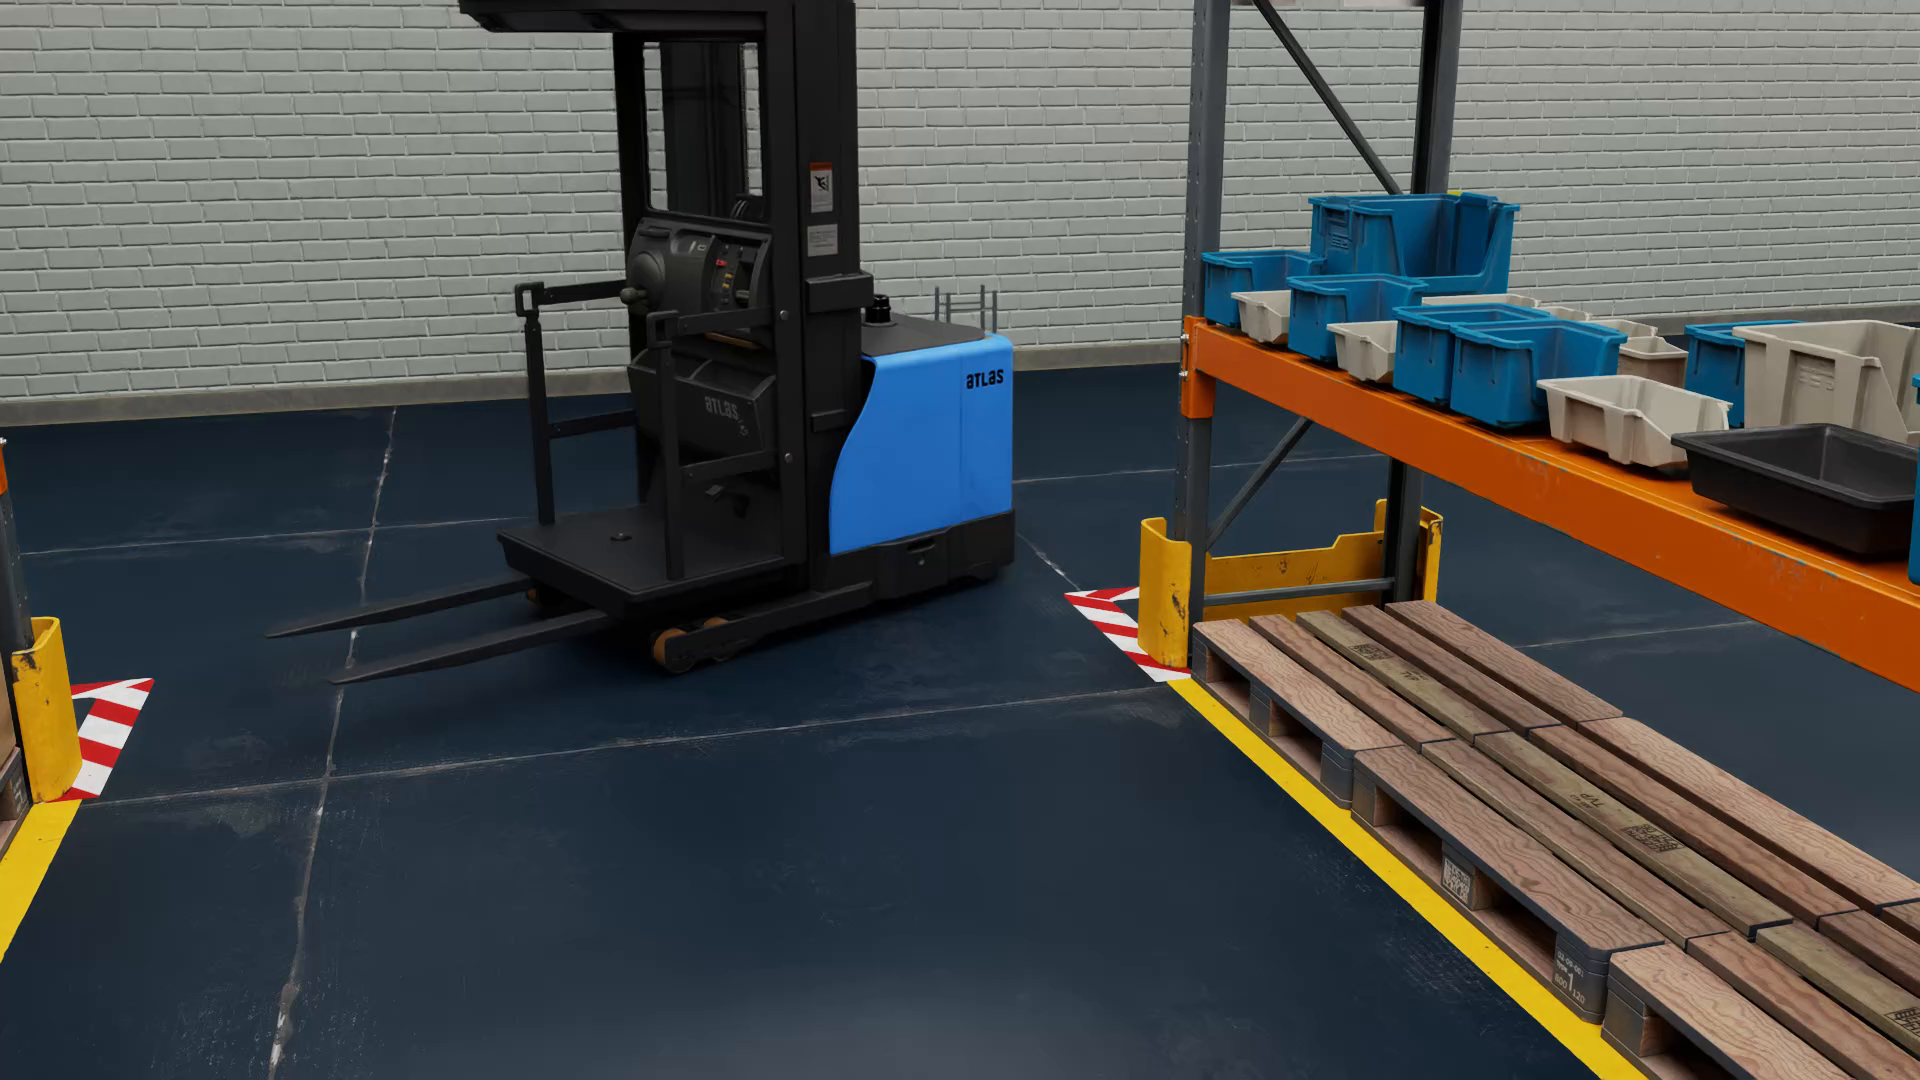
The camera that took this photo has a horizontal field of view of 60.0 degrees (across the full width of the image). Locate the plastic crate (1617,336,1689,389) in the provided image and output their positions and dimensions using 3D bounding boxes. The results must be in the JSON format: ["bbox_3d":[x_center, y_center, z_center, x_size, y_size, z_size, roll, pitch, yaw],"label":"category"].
[{"bbox_3d":[1.978,-0.486,4.708,0.298,0.136,0.250,-5,17,-15],"label":"plastic crate"}]

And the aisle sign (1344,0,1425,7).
[{"bbox_3d":[1.577,-2.319,5.940,0.394,0.787,0.004,-5,17,-15],"label":"aisle sign"}]

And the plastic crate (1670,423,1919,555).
[{"bbox_3d":[1.849,-0.110,3.478,0.437,0.125,0.590,-5,17,-15],"label":"plastic crate"}]

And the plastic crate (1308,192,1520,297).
[{"bbox_3d":[1.587,-0.999,5.898,0.616,0.435,0.499,-5,17,-15],"label":"plastic crate"}]

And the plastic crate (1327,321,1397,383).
[{"bbox_3d":[1.262,-0.556,4.944,0.250,0.136,0.298,-5,17,-15],"label":"plastic crate"}]

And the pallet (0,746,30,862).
[{"bbox_3d":[-3.208,0.937,4.468,1.003,0.211,1.213,-5,17,-15],"label":"pallet"}]

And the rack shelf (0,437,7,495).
[{"bbox_3d":[-2.899,0.257,3.132,1.077,0.370,4.000,-5,17,-15],"label":"rack shelf"}]

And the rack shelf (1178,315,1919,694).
[{"bbox_3d":[1.865,-0.133,4.433,1.077,0.370,4.000,-5,17,-15],"label":"rack shelf"}]

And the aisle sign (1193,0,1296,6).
[{"bbox_3d":[1.010,-2.273,5.785,0.394,0.787,0.004,-5,17,-15],"label":"aisle sign"}]

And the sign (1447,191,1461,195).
[{"bbox_3d":[1.840,-1.157,6.307,0.100,0.325,0.005,-5,17,-15],"label":"sign"}]

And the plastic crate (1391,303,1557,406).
[{"bbox_3d":[1.428,-0.521,4.660,0.416,0.233,0.300,-5,17,-15],"label":"plastic crate"}]

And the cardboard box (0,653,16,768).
[{"bbox_3d":[-3.062,0.477,4.731,0.500,0.500,0.500,-5,17,-15],"label":"cardboard box"}]

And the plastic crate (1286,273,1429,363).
[{"bbox_3d":[1.247,-0.703,5.266,0.416,0.233,0.300,-5,17,-15],"label":"plastic crate"}]

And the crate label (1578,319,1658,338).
[{"bbox_3d":[1.879,-0.566,4.976,0.396,0.136,0.243,-5,17,-15],"label":"crate label"}]

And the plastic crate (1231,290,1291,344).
[{"bbox_3d":[1.075,-0.744,5.569,0.250,0.136,0.298,-5,17,-15],"label":"plastic crate"}]

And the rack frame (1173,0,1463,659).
[{"bbox_3d":[1.315,-1.031,6.171,1.000,3.000,0.127,-5,17,-15],"label":"rack frame"}]

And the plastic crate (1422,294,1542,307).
[{"bbox_3d":[1.713,-0.722,5.497,0.396,0.136,0.243,-5,17,-15],"label":"plastic crate"}]

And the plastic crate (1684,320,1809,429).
[{"bbox_3d":[2.126,-0.432,4.363,0.416,0.233,0.300,-5,17,-15],"label":"plastic crate"}]

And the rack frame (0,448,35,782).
[{"bbox_3d":[-3.448,-0.641,4.871,1.000,3.000,0.127,-5,17,-15],"label":"rack frame"}]

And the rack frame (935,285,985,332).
[{"bbox_3d":[-0.001,-0.602,7.871,0.240,1.200,0.006,-5,17,-16],"label":"rack frame"}]

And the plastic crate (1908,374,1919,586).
[{"bbox_3d":[1.958,-0.048,2.821,0.392,0.384,0.575,-5,17,-15],"label":"plastic crate"}]

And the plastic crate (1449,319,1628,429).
[{"bbox_3d":[1.511,-0.438,4.383,0.416,0.233,0.300,-5,17,-15],"label":"plastic crate"}]

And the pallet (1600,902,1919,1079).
[{"bbox_3d":[2.175,1.210,3.555,1.003,0.211,1.213,-5,17,-15],"label":"pallet"}]

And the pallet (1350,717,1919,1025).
[{"bbox_3d":[1.836,0.872,4.681,1.003,0.211,1.213,-5,17,-15],"label":"pallet"}]

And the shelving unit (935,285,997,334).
[{"bbox_3d":[0.026,-0.577,7.787,0.258,1.200,0.189,-5,17,-16],"label":"shelving unit"}]

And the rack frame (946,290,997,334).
[{"bbox_3d":[0.052,-0.552,7.703,0.240,1.200,0.006,-5,17,-16],"label":"rack frame"}]

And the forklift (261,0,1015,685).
[{"bbox_3d":[-1.193,-1.070,6.418,3.031,2.935,1.130,-14,22,-40],"label":"forklift"}]

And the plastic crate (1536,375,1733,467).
[{"bbox_3d":[1.647,-0.285,4.041,0.293,0.136,0.466,-5,17,-15],"label":"plastic crate"}]

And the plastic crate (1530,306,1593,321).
[{"bbox_3d":[1.779,-0.641,5.226,0.396,0.136,0.243,-5,17,-15],"label":"plastic crate"}]

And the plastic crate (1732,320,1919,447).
[{"bbox_3d":[2.172,-0.334,3.950,0.437,0.282,0.530,-5,17,-15],"label":"plastic crate"}]

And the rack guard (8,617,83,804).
[{"bbox_3d":[-3.428,0.578,5.160,1.175,0.500,0.348,-5,17,-15],"label":"rack guard"}]

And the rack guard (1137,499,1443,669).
[{"bbox_3d":[1.296,0.160,6.549,1.175,0.500,0.348,-5,17,-15],"label":"rack guard"}]

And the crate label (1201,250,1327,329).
[{"bbox_3d":[1.067,-0.885,5.872,0.416,0.233,0.303,-5,17,-15],"label":"crate label"}]

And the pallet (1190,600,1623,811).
[{"bbox_3d":[1.505,0.536,5.802,1.003,0.211,1.213,-5,17,-15],"label":"pallet"}]
